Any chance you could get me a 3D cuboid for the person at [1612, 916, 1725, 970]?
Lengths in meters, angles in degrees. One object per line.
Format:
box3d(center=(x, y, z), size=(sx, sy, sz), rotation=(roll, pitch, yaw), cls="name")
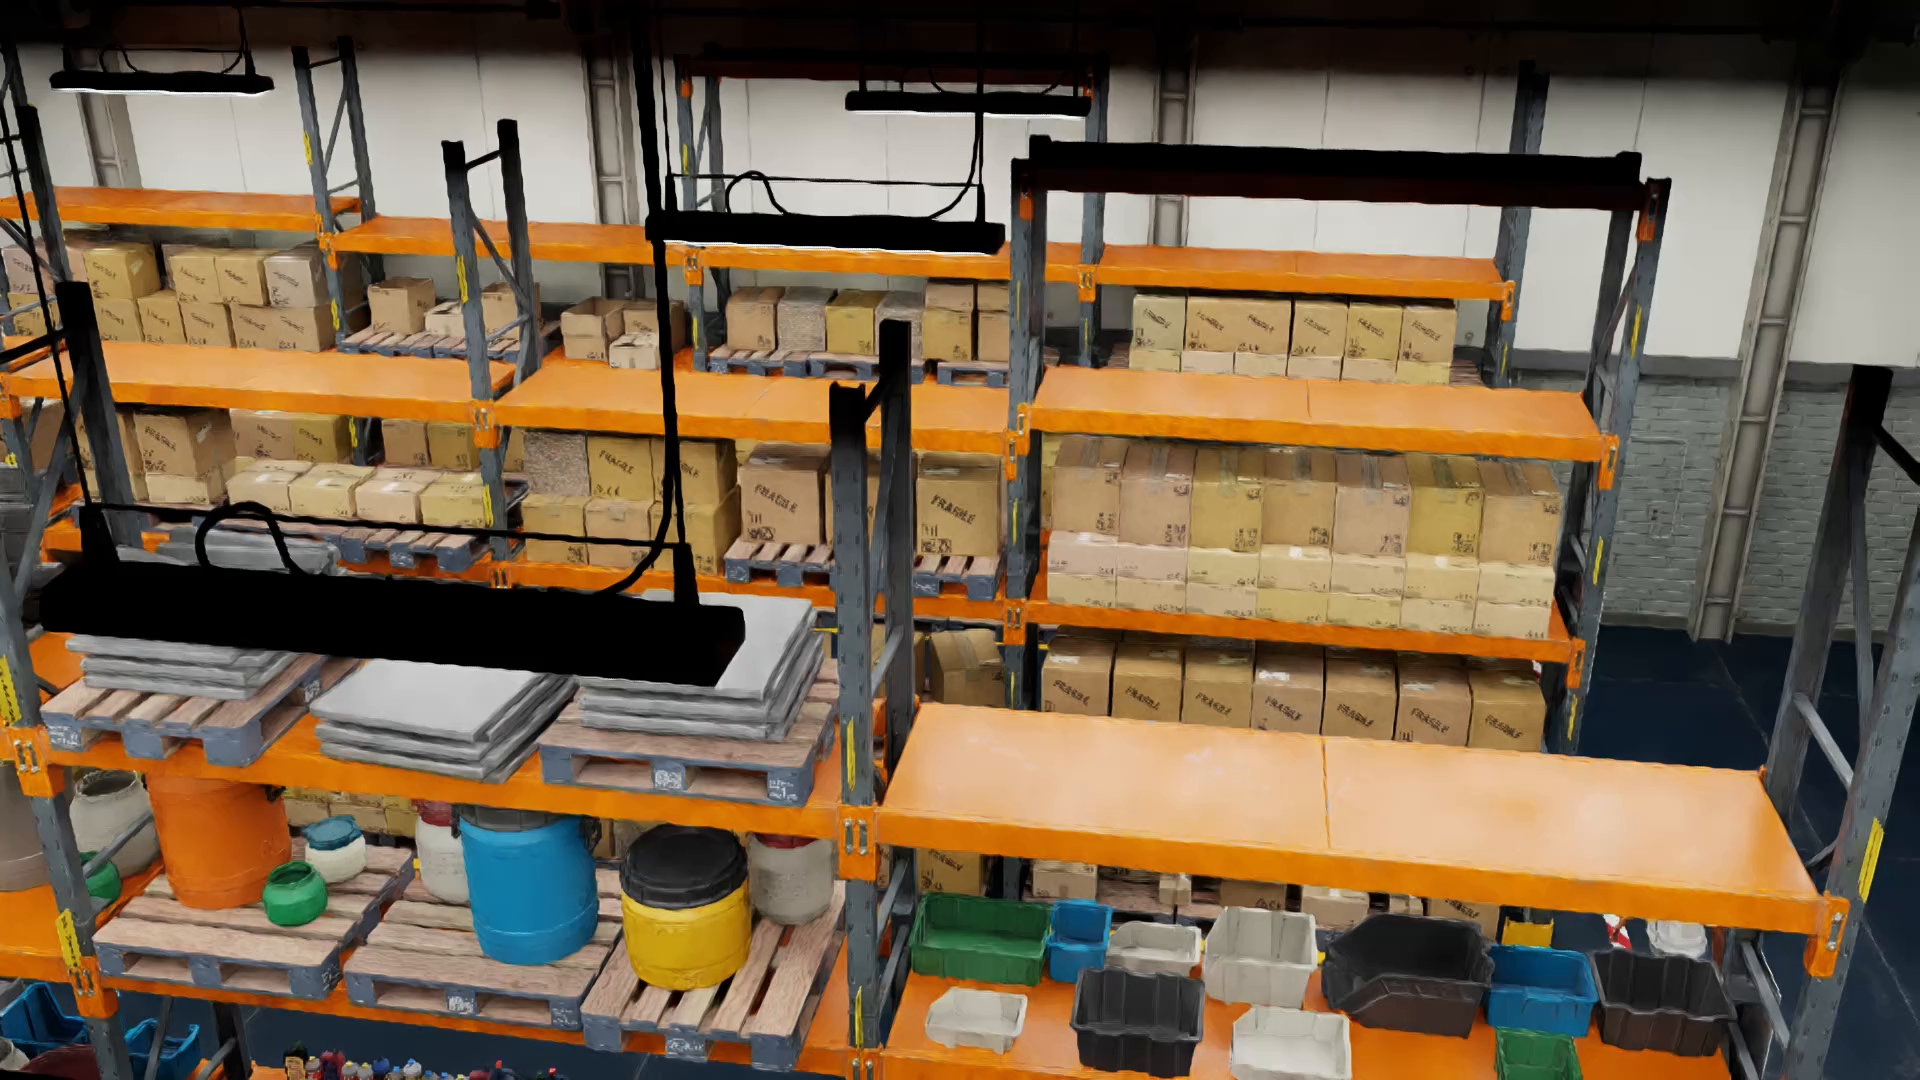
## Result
box3d(center=(4.943, 2.801, 11.553), size=(0.732, 1.716, 0.696), rotation=(-6, 24, -13), cls="person")
